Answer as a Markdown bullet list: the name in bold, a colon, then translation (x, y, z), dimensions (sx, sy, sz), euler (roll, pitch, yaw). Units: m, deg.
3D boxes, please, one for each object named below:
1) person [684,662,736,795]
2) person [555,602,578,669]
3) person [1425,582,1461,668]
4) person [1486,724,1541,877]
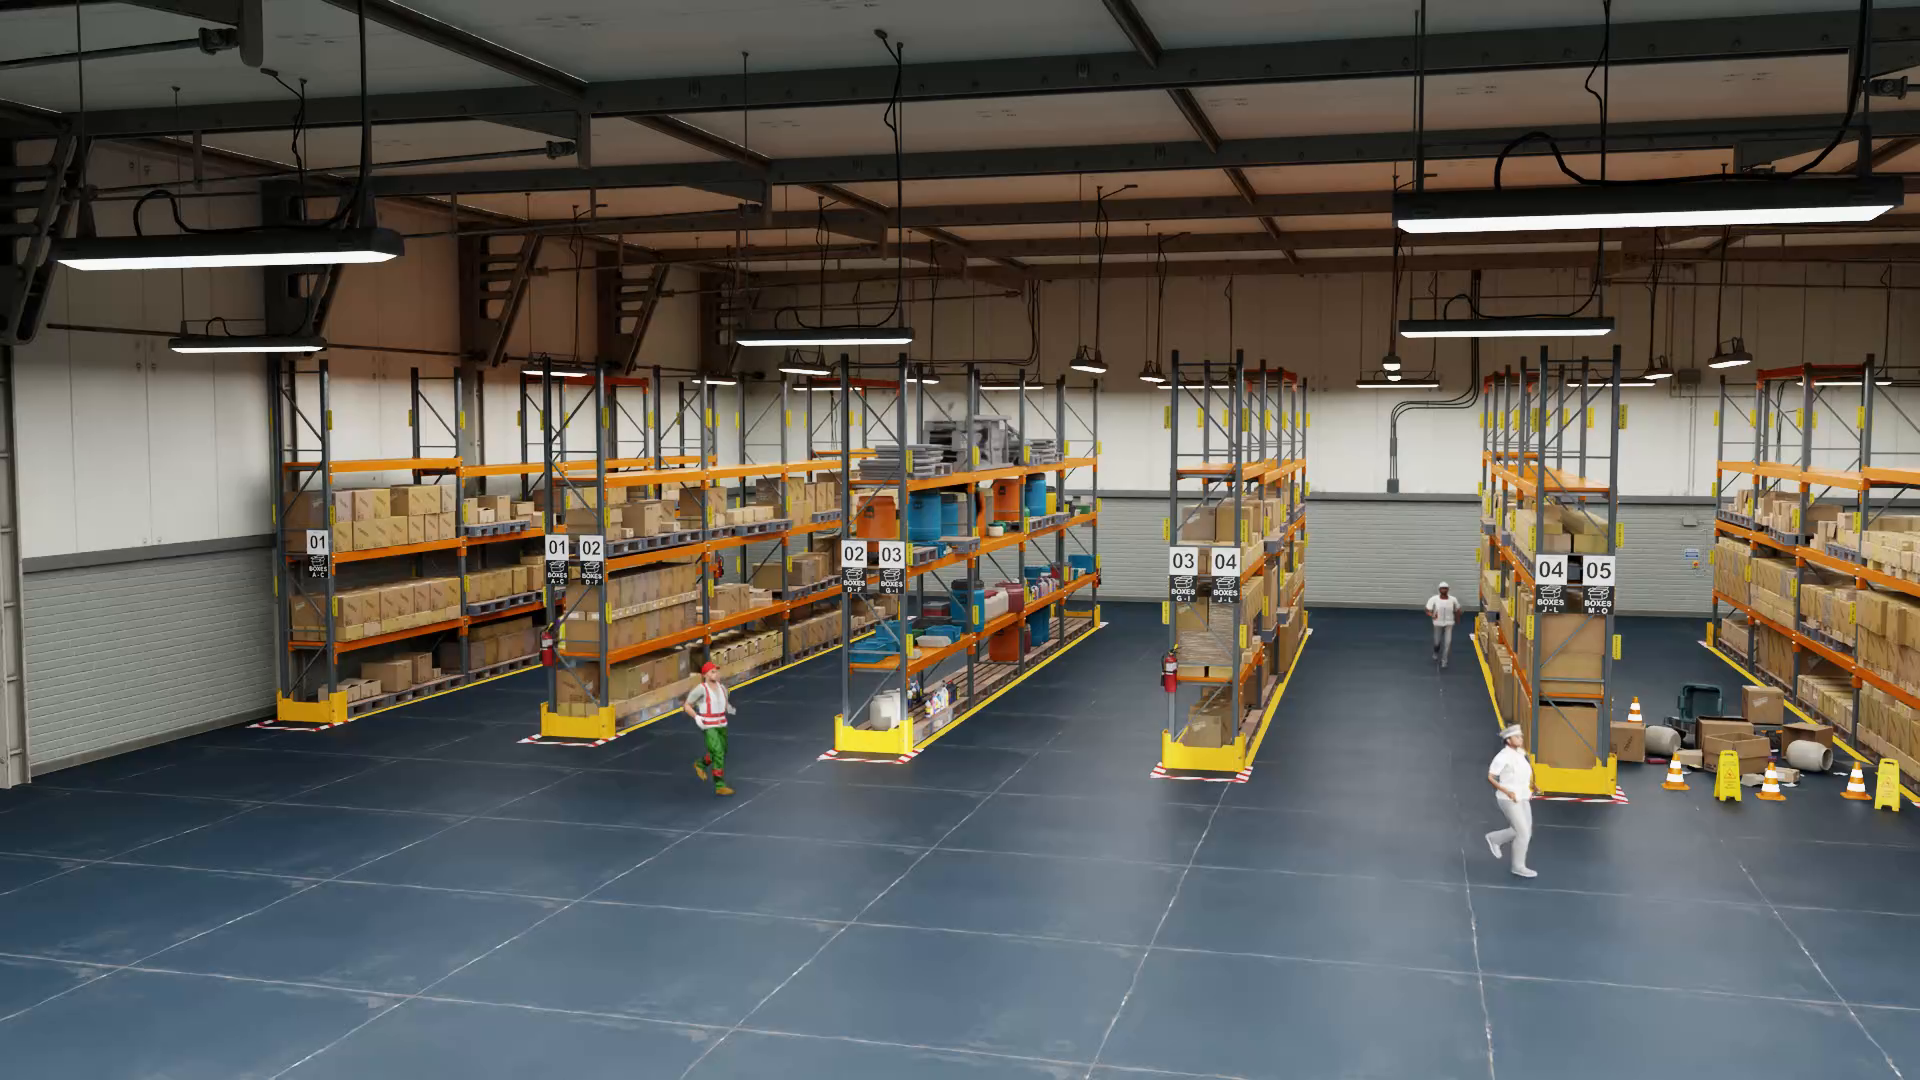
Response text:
- **person**: translation (-3.347, 2.517, 22.361), dimensions (0.868, 1.760, 0.668), euler (3, 5, 40)
- **person**: translation (-6.963, 1.960, 29.664), dimensions (0.695, 1.771, 0.962), euler (0, 4, 6)
- **person**: translation (9.813, 1.713, 33.746), dimensions (0.712, 1.733, 0.795), euler (1, 4, 10)
- **person**: translation (6.090, 2.850, 18.395), dimensions (0.580, 1.654, 0.686), euler (-3, 5, -37)
